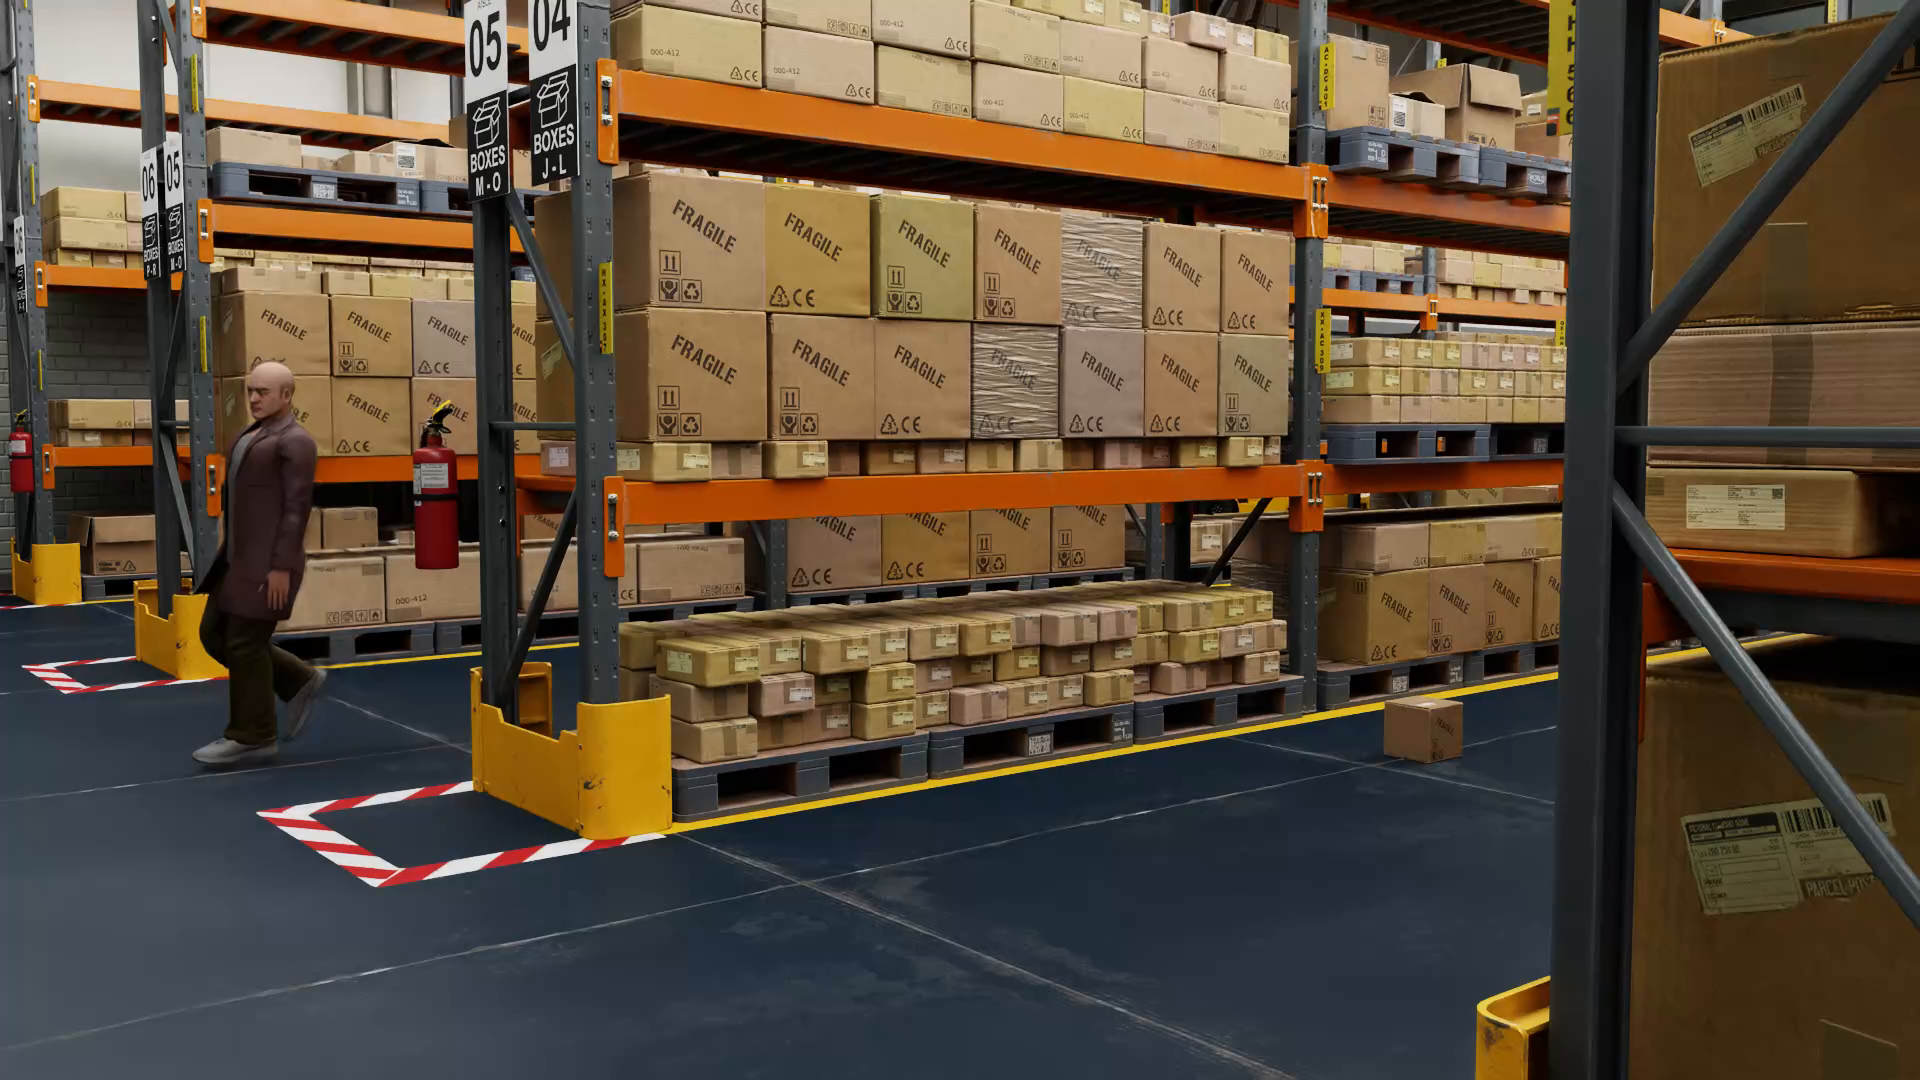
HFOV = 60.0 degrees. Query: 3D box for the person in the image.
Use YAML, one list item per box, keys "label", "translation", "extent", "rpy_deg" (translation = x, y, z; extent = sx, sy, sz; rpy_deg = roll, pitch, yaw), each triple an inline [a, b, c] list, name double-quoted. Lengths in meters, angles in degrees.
- label: "person"
  translation: [-3.072, 0.193, 7.363]
  extent: [0.637, 1.559, 0.627]
  rpy_deg: [-4, 6, -44]
